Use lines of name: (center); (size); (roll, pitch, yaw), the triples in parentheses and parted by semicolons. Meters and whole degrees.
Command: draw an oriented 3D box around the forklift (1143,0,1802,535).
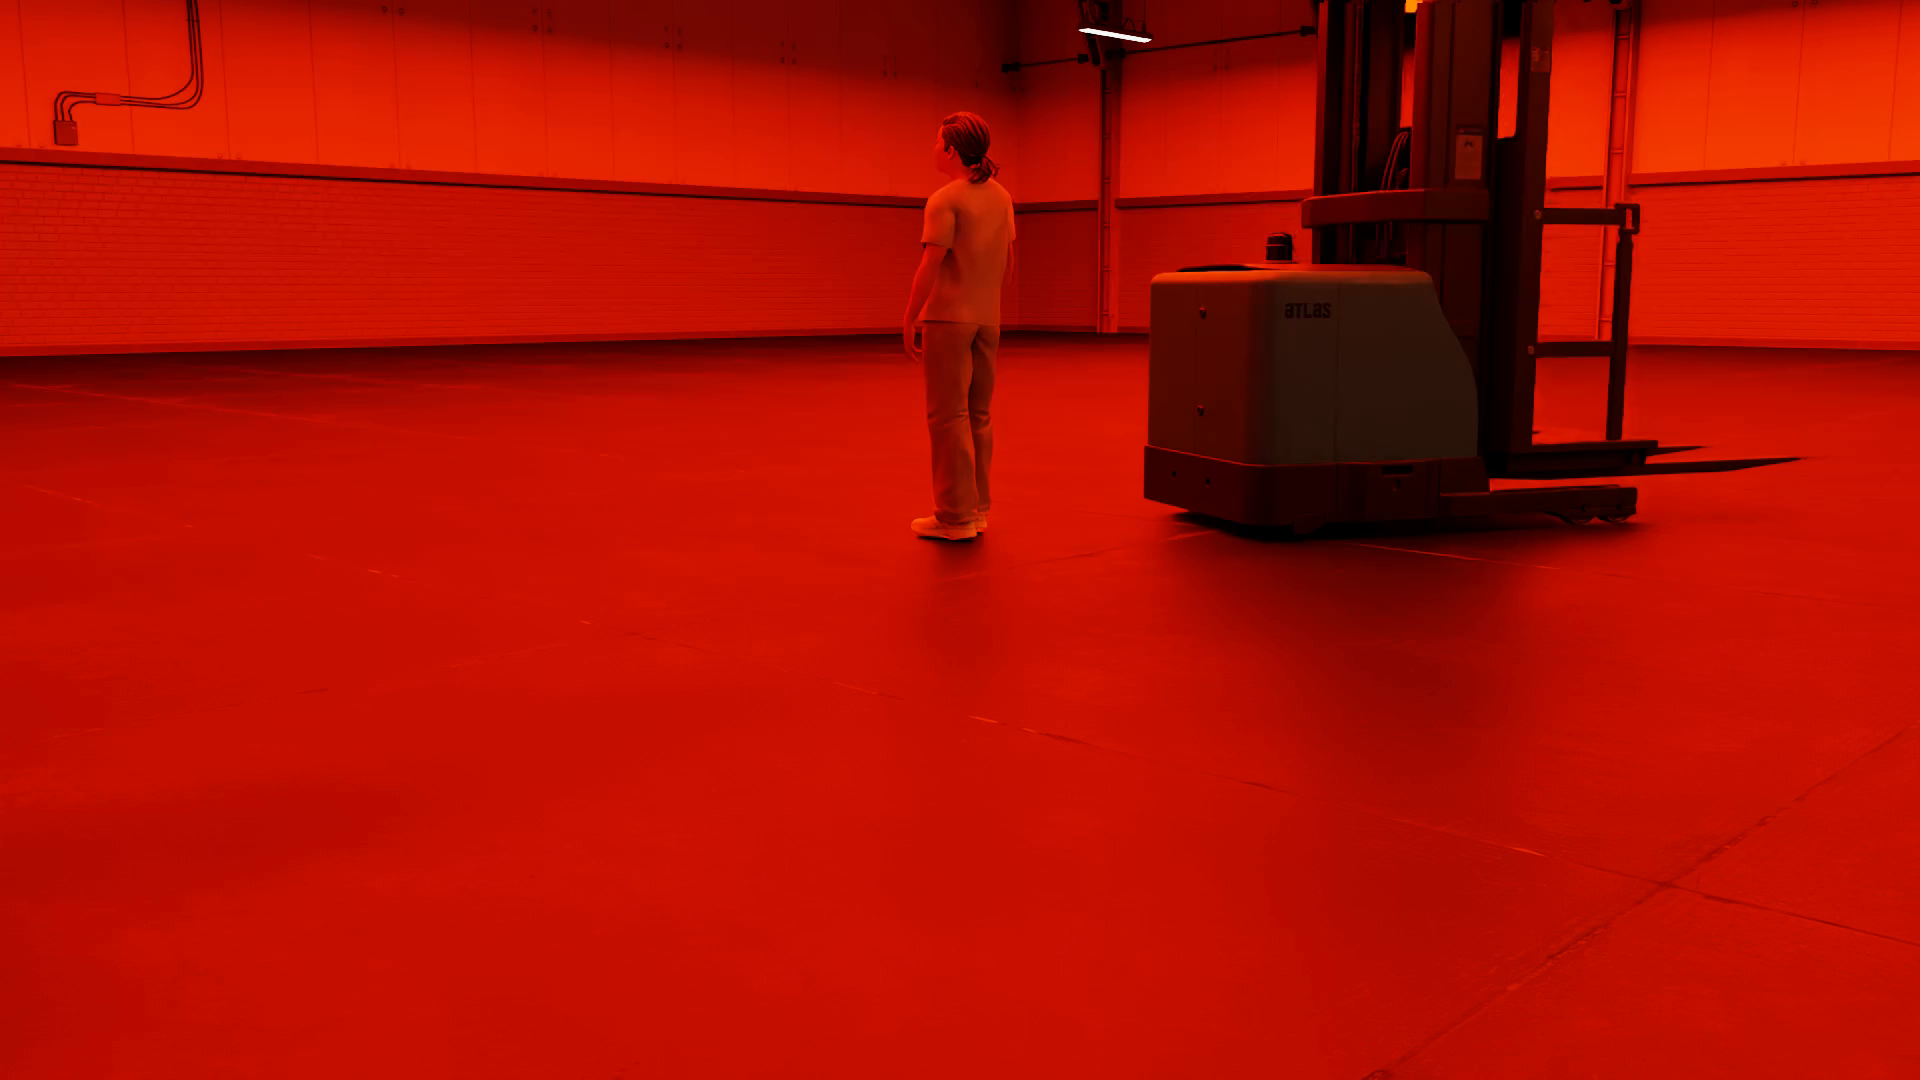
forklift: (2.399, -1.581, 7.371); (3.031, 2.935, 1.130); (-3, 9, -20)

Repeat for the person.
person: (-0.043, -0.845, 6.652); (0.549, 1.675, 0.549); (8, 12, 43)
